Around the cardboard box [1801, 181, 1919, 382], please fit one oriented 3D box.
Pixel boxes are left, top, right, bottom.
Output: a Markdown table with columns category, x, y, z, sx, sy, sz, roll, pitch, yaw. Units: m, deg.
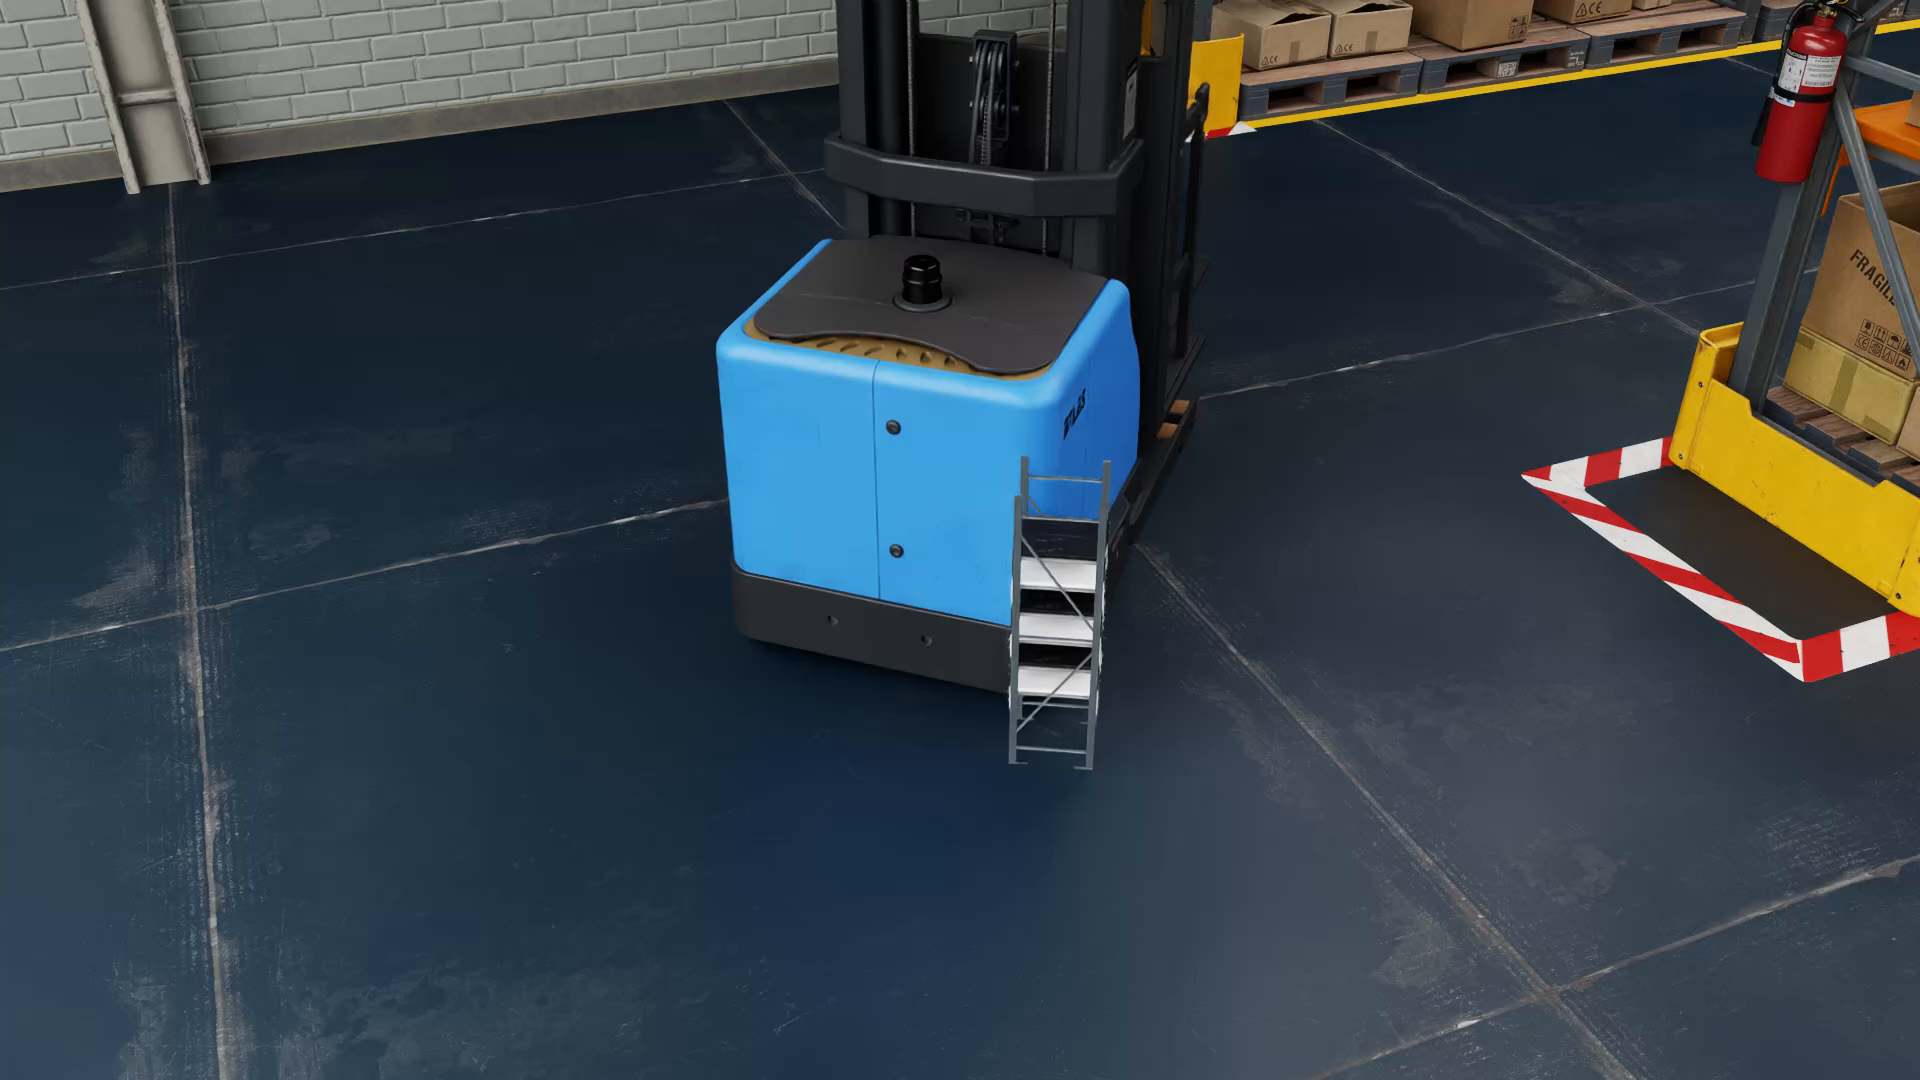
| category | x | y | z | sx | sy | sz | roll | pitch | yaw |
| --- | --- | --- | --- | --- | --- | --- | --- | --- | --- |
| cardboard box | 3.417 | -0.929 | 5.876 | 0.500 | 0.500 | 0.500 | -13 | 35 | -19 |

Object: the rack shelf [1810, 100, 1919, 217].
| category | x | y | z | sx | sy | sz | roll | pitch | yaw |
| --- | --- | --- | --- | --- | --- | --- | --- | --- | --- |
| rack shelf | 4.882 | -1.449 | 5.886 | 4.000 | 0.370 | 1.077 | -13 | 35 | -19 |

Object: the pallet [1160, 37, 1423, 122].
| category | x | y | z | sx | sy | sz | roll | pitch | yaw |
| --- | --- | --- | --- | --- | --- | --- | --- | --- | --- |
| pallet | 1.949 | -2.819 | 9.890 | 1.213 | 0.211 | 1.003 | -13 | 35 | -19 |

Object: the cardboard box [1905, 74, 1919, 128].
| category | x | y | z | sx | sy | sz | roll | pitch | yaw |
| --- | --- | --- | --- | --- | --- | --- | --- | --- | --- |
| cardboard box | 3.473 | -1.462 | 5.155 | 0.500 | 0.500 | 0.700 | -13 | 35 | -19 |

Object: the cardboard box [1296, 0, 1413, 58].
| category | x | y | z | sx | sy | sz | roll | pitch | yaw |
| --- | --- | --- | --- | --- | --- | --- | --- | --- | --- |
| cardboard box | 2.315 | -3.097 | 9.821 | 0.500 | 0.311 | 0.500 | -10 | 34 | -15 |

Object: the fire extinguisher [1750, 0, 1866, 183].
| category | x | y | z | sx | sy | sz | roll | pitch | yaw |
| --- | --- | --- | --- | --- | --- | --- | --- | --- | --- |
| fire extinguisher | 2.749 | -1.504 | 5.383 | 0.183 | 0.674 | 0.296 | -13 | 35 | -19 |

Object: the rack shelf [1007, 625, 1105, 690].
| category | x | y | z | sx | sy | sz | roll | pitch | yaw |
| --- | --- | --- | --- | --- | --- | --- | --- | --- | --- |
| rack shelf | 0.271 | 0.319 | 4.661 | 0.258 | 0.077 | 0.200 | 4 | 33 | 6 |

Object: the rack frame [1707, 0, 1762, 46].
| category | x | y | z | sx | sy | sz | roll | pitch | yaw |
| --- | --- | --- | --- | --- | --- | --- | --- | --- | --- |
| rack frame | 4.805 | -4.663 | 10.166 | 0.127 | 3.000 | 1.000 | -13 | 35 | -19 |

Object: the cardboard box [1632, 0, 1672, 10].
| category | x | y | z | sx | sy | sz | roll | pitch | yaw |
| --- | --- | --- | --- | --- | --- | --- | --- | --- | --- |
| cardboard box | 4.323 | -3.532 | 10.622 | 0.250 | 0.166 | 0.380 | -18 | 37 | -25 |

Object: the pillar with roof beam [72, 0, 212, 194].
| category | x | y | z | sx | sy | sz | roll | pitch | yaw |
| --- | --- | --- | --- | --- | --- | --- | --- | --- | --- |
| pillar with roof beam | -2.439 | -3.484 | 2.854 | 0.400 | 9.000 | 9.100 | -13 | 35 | -19 |

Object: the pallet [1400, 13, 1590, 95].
| category | x | y | z | sx | sy | sz | roll | pitch | yaw |
| --- | --- | --- | --- | --- | --- | --- | --- | --- | --- |
| pallet | 3.072 | -3.075 | 10.282 | 1.213 | 0.211 | 1.003 | -13 | 35 | -19 |

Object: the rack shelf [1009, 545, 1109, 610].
| category | x | y | z | sx | sy | sz | roll | pitch | yaw |
| --- | --- | --- | --- | --- | --- | --- | --- | --- | --- |
| rack shelf | 0.271 | 0.093 | 4.514 | 0.258 | 0.077 | 0.200 | 4 | 33 | 6 |

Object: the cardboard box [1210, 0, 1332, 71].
| category | x | y | z | sx | sy | sz | roll | pitch | yaw |
| --- | --- | --- | --- | --- | --- | --- | --- | --- | --- |
| cardboard box | 1.789 | -2.977 | 9.636 | 0.500 | 0.311 | 0.500 | -17 | 37 | -24 |

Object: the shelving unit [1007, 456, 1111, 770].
| category | x | y | z | sx | sy | sz | roll | pitch | yaw |
| --- | --- | --- | --- | --- | --- | --- | --- | --- | --- |
| shelving unit | 0.271 | 0.215 | 4.594 | 0.258 | 0.900 | 0.210 | 4 | 33 | 6 |

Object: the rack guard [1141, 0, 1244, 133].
| category | x | y | z | sx | sy | sz | roll | pitch | yaw |
| --- | --- | --- | --- | --- | --- | --- | --- | --- | --- |
| rack guard | 1.186 | -2.787 | 9.574 | 0.348 | 0.500 | 1.175 | -13 | 35 | -19 |

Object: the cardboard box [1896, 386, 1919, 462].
| category | x | y | z | sx | sy | sz | roll | pitch | yaw |
| --- | --- | --- | --- | --- | --- | --- | --- | --- | --- |
| cardboard box | 3.618 | -0.353 | 5.678 | 0.500 | 0.250 | 0.500 | -13 | 35 | -19 |

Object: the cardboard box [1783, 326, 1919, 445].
| category | x | y | z | sx | sy | sz | roll | pitch | yaw |
| --- | --- | --- | --- | --- | --- | --- | --- | --- | --- |
| cardboard box | 3.418 | -0.614 | 6.079 | 0.500 | 0.250 | 0.500 | -13 | 35 | -19 |

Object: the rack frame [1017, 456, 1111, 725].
| category | x | y | z | sx | sy | sz | roll | pitch | yaw |
| --- | --- | --- | --- | --- | --- | --- | --- | --- | --- |
| rack frame | 0.283 | 0.160 | 4.678 | 0.240 | 0.900 | 0.006 | 4 | 33 | 6 |

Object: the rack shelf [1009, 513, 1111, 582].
| category | x | y | z | sx | sy | sz | roll | pitch | yaw |
| --- | --- | --- | --- | --- | --- | --- | --- | --- | --- |
| rack shelf | 0.271 | 0.017 | 4.464 | 0.258 | 0.077 | 0.200 | 4 | 33 | 6 |

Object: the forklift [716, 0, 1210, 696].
| category | x | y | z | sx | sy | sz | roll | pitch | yaw |
| --- | --- | --- | --- | --- | --- | --- | --- | --- | --- |
| forklift | 0.263 | -1.564 | 5.466 | 1.130 | 2.935 | 3.031 | 11 | 35 | 16 |

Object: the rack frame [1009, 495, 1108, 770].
| category | x | y | z | sx | sy | sz | roll | pitch | yaw |
| --- | --- | --- | --- | --- | --- | --- | --- | --- | --- |
| rack frame | 0.259 | 0.271 | 4.509 | 0.240 | 0.900 | 0.006 | 4 | 33 | 6 |

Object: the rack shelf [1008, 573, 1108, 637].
| category | x | y | z | sx | sy | sz | roll | pitch | yaw |
| --- | --- | --- | --- | --- | --- | --- | --- | --- | --- |
| rack shelf | 0.271 | 0.168 | 4.563 | 0.258 | 0.077 | 0.200 | 4 | 33 | 6 |

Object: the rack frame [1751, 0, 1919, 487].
| category | x | y | z | sx | sy | sz | roll | pitch | yaw |
| --- | --- | --- | --- | --- | --- | --- | --- | --- | --- |
| rack frame | 3.036 | -1.330 | 5.043 | 0.053 | 2.616 | 0.949 | -13 | 35 | -19 |

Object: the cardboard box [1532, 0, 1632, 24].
| category | x | y | z | sx | sy | sz | roll | pitch | yaw |
| --- | --- | --- | --- | --- | --- | --- | --- | --- | --- |
| cardboard box | 3.863 | -3.560 | 10.360 | 0.500 | 0.500 | 0.500 | -16 | 36 | -22 |

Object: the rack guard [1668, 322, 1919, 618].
| category | x | y | z | sx | sy | sz | roll | pitch | yaw |
| --- | --- | --- | --- | --- | --- | --- | --- | --- | --- |
| rack guard | 3.015 | -0.275 | 5.715 | 0.348 | 0.500 | 1.175 | -13 | 35 | -19 |

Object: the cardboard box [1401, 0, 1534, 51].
| category | x | y | z | sx | sy | sz | roll | pitch | yaw |
| --- | --- | --- | --- | --- | --- | --- | --- | --- | --- |
| cardboard box | 3.011 | -3.306 | 9.969 | 0.500 | 0.500 | 0.700 | -15 | 36 | -22 |

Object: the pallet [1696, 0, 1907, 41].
| category | x | y | z | sx | sy | sz | roll | pitch | yaw |
| --- | --- | --- | --- | --- | --- | --- | --- | --- | --- |
| pallet | 5.522 | -3.659 | 11.180 | 1.213 | 0.211 | 1.003 | -13 | 35 | -19 |

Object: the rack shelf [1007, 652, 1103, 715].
| category | x | y | z | sx | sy | sz | roll | pitch | yaw |
| --- | --- | --- | --- | --- | --- | --- | --- | --- | --- |
| rack shelf | 0.271 | 0.394 | 4.710 | 0.258 | 0.077 | 0.200 | 4 | 33 | 6 |

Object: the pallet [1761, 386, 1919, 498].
| category | x | y | z | sx | sy | sz | roll | pitch | yaw |
| --- | --- | --- | --- | --- | --- | --- | --- | --- | --- |
| pallet | 3.726 | -0.342 | 6.082 | 1.213 | 0.211 | 1.003 | -13 | 35 | -19 |

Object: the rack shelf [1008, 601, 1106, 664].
| category | x | y | z | sx | sy | sz | roll | pitch | yaw |
| --- | --- | --- | --- | --- | --- | --- | --- | --- | --- |
| rack shelf | 0.271 | 0.243 | 4.612 | 0.258 | 0.077 | 0.200 | 4 | 33 | 6 |

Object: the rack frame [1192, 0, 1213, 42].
| category | x | y | z | sx | sy | sz | roll | pitch | yaw |
| --- | --- | --- | --- | --- | --- | --- | --- | --- | --- |
| rack frame | 1.116 | -3.818 | 8.868 | 0.127 | 3.000 | 1.000 | -13 | 35 | -19 |

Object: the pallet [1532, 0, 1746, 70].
| category | x | y | z | sx | sy | sz | roll | pitch | yaw |
| --- | --- | --- | --- | --- | --- | --- | --- | --- | --- |
| pallet | 4.199 | -3.335 | 10.681 | 1.213 | 0.211 | 1.003 | -13 | 35 | -19 |
